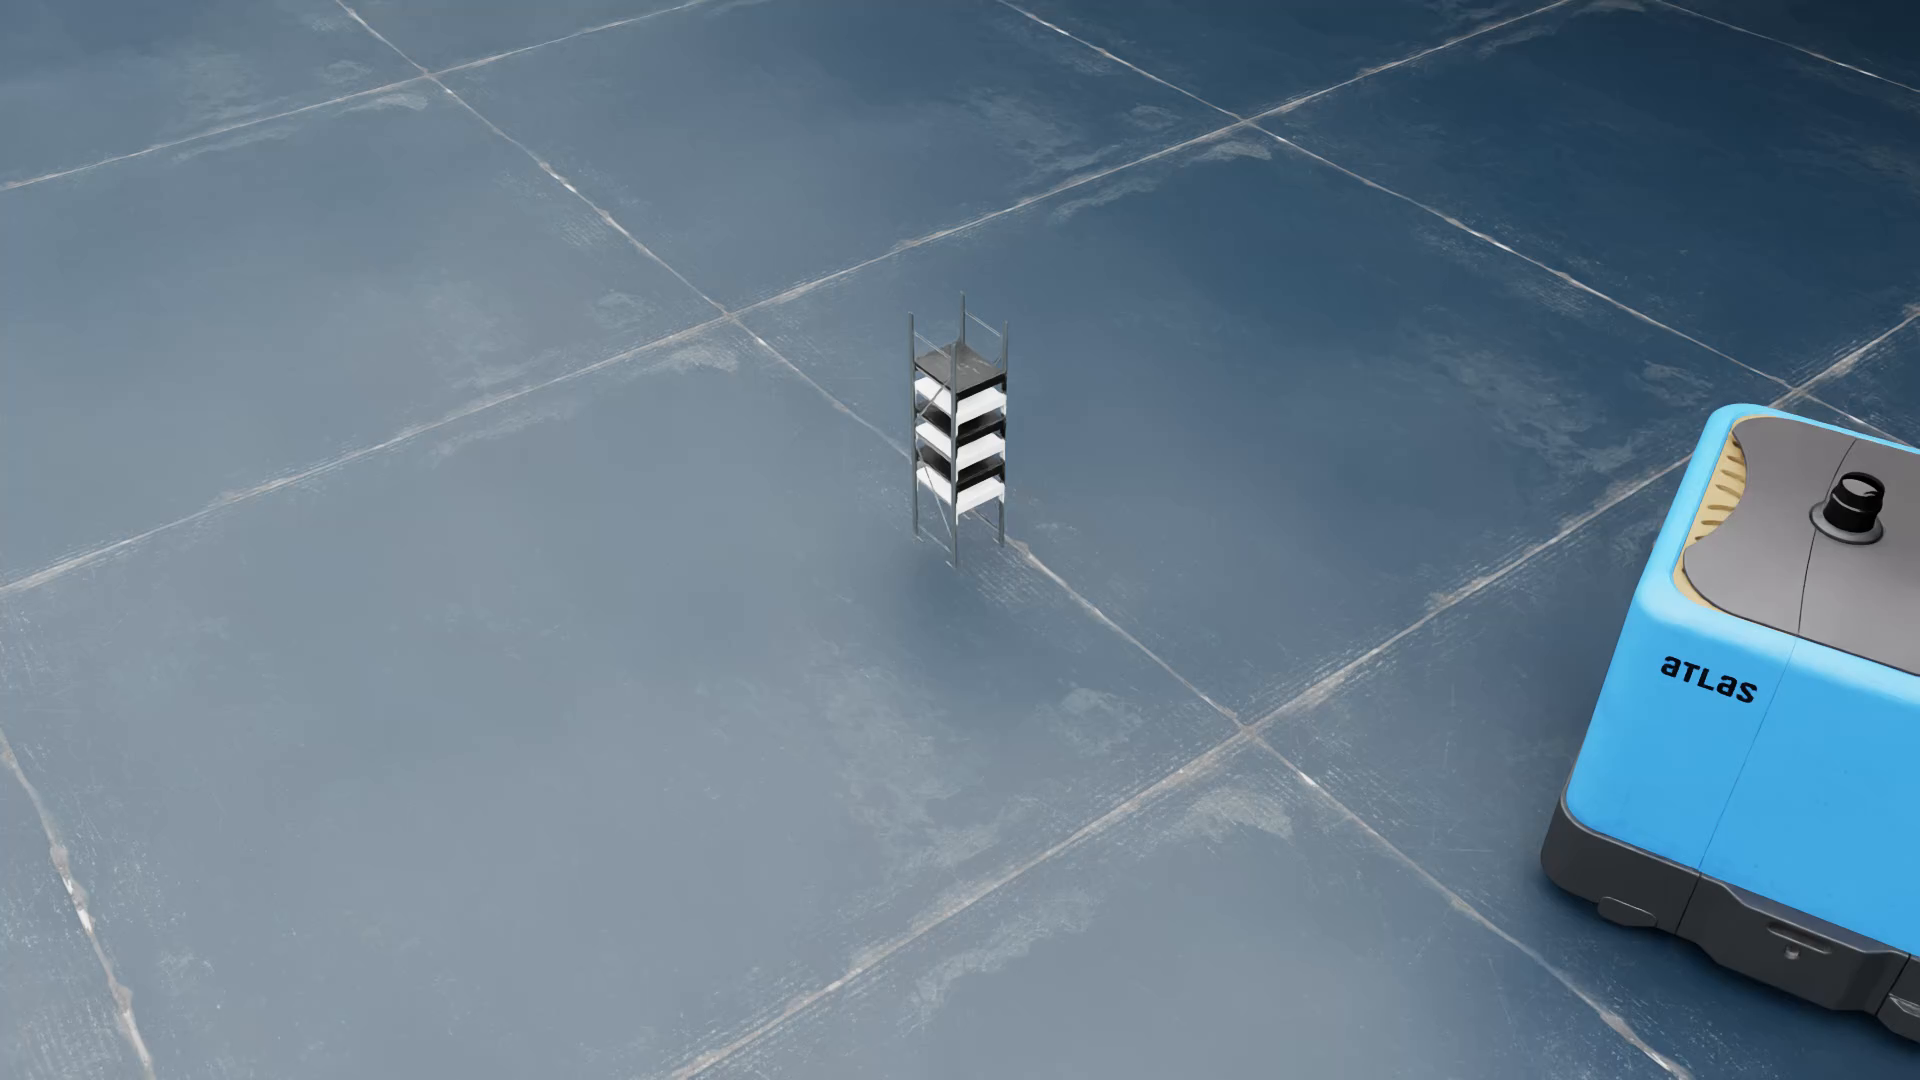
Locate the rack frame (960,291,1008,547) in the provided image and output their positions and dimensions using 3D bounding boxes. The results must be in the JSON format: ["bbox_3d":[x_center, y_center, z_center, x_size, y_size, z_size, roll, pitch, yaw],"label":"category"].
[{"bbox_3d":[0.074,-0.384,5.509,0.006,0.900,0.240,-26,46,-28],"label":"rack frame"}]

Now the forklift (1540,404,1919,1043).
[{"bbox_3d":[3.123,0.042,3.388,3.031,2.935,1.130,21,44,23],"label":"forklift"}]

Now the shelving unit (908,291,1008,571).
[{"bbox_3d":[-0.006,-0.345,5.461,0.210,0.900,0.258,-26,46,-28],"label":"shelving unit"}]

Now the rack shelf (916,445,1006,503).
[{"bbox_3d":[-0.006,-0.249,5.539,0.200,0.077,0.258,-26,46,-28],"label":"rack shelf"}]

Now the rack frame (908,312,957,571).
[{"bbox_3d":[-0.087,-0.305,5.413,0.006,0.900,0.240,-26,46,-28],"label":"rack frame"}]

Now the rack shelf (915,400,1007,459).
[{"bbox_3d":[-0.006,-0.389,5.425,0.200,0.077,0.258,-26,46,-28],"label":"rack shelf"}]

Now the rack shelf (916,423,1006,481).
[{"bbox_3d":[-0.006,-0.319,5.482,0.200,0.077,0.258,-26,46,-28],"label":"rack shelf"}]

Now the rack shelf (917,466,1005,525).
[{"bbox_3d":[-0.006,-0.180,5.596,0.200,0.077,0.258,-26,46,-28],"label":"rack shelf"}]

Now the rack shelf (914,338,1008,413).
[{"bbox_3d":[-0.006,-0.528,5.311,0.200,0.077,0.258,-26,46,-28],"label":"rack shelf"}]

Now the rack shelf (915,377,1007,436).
[{"bbox_3d":[-0.006,-0.458,5.368,0.200,0.077,0.258,-26,46,-28],"label":"rack shelf"}]
